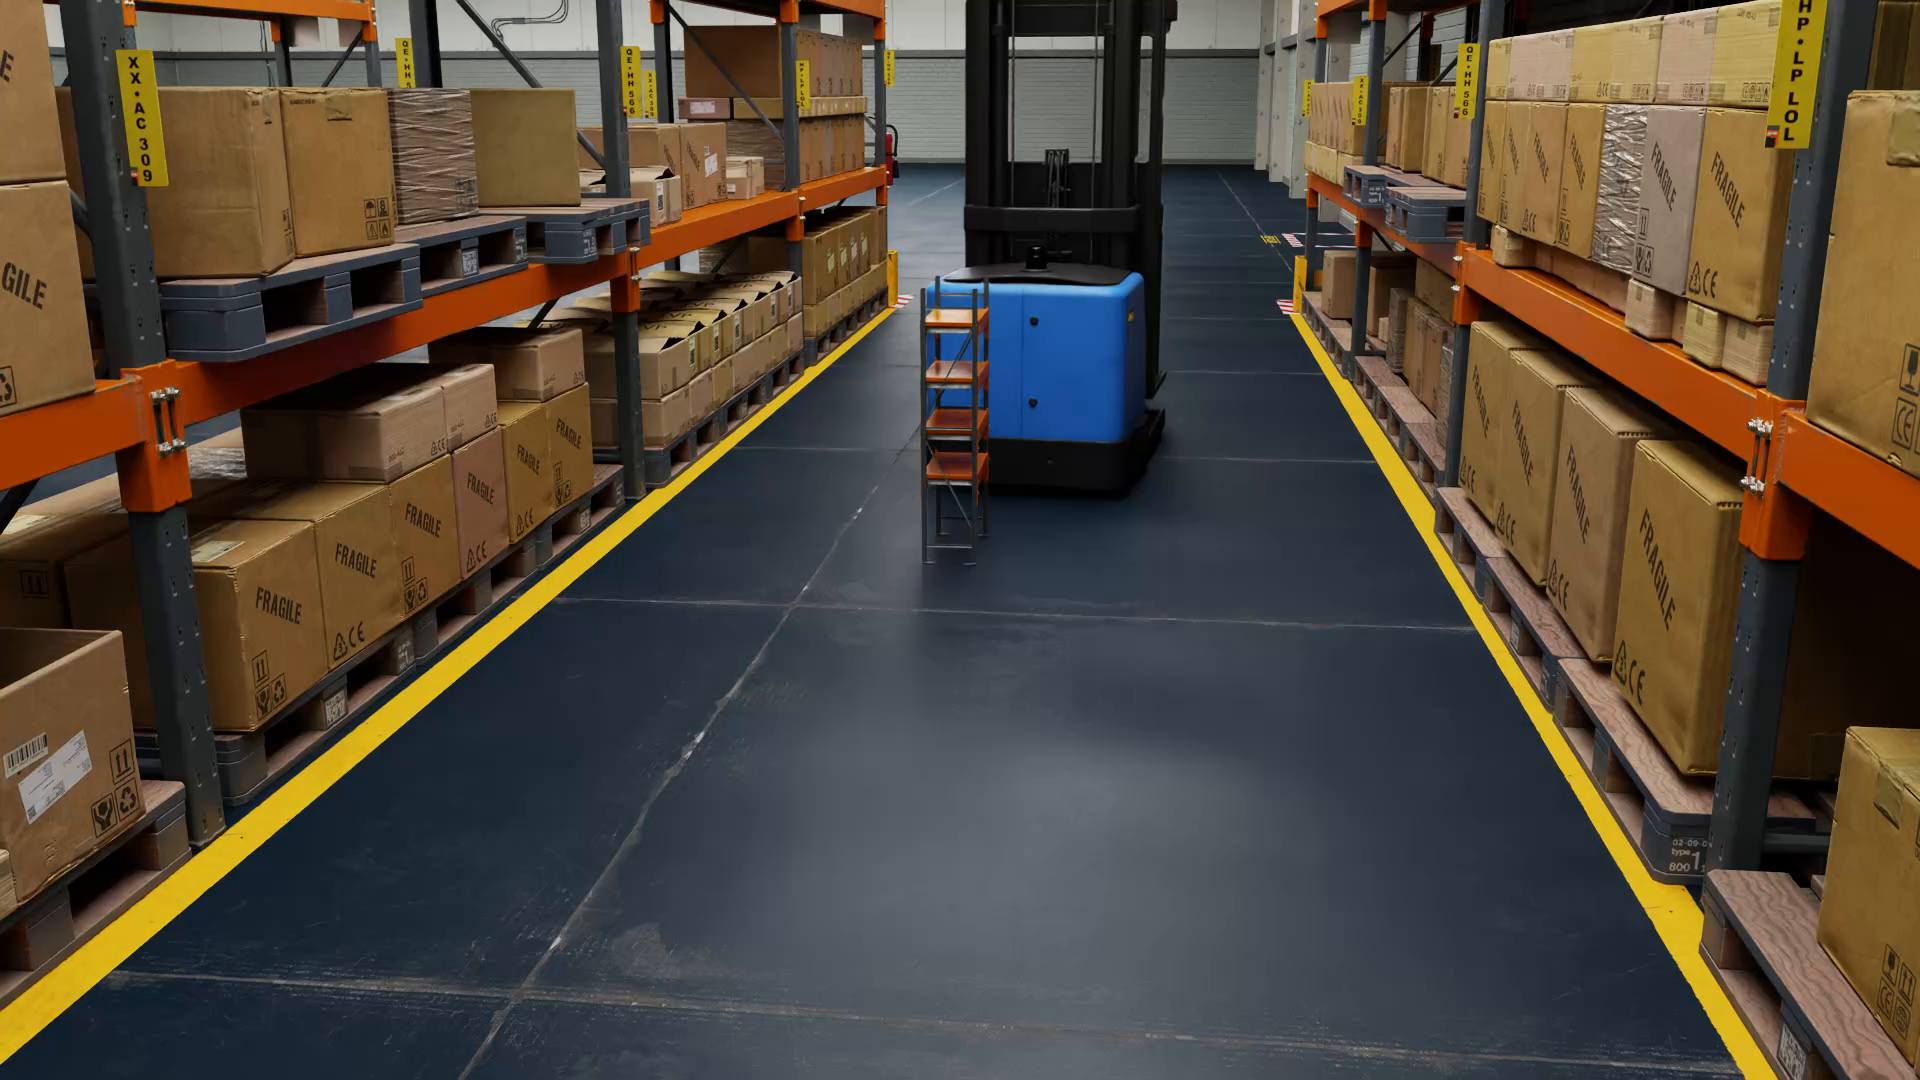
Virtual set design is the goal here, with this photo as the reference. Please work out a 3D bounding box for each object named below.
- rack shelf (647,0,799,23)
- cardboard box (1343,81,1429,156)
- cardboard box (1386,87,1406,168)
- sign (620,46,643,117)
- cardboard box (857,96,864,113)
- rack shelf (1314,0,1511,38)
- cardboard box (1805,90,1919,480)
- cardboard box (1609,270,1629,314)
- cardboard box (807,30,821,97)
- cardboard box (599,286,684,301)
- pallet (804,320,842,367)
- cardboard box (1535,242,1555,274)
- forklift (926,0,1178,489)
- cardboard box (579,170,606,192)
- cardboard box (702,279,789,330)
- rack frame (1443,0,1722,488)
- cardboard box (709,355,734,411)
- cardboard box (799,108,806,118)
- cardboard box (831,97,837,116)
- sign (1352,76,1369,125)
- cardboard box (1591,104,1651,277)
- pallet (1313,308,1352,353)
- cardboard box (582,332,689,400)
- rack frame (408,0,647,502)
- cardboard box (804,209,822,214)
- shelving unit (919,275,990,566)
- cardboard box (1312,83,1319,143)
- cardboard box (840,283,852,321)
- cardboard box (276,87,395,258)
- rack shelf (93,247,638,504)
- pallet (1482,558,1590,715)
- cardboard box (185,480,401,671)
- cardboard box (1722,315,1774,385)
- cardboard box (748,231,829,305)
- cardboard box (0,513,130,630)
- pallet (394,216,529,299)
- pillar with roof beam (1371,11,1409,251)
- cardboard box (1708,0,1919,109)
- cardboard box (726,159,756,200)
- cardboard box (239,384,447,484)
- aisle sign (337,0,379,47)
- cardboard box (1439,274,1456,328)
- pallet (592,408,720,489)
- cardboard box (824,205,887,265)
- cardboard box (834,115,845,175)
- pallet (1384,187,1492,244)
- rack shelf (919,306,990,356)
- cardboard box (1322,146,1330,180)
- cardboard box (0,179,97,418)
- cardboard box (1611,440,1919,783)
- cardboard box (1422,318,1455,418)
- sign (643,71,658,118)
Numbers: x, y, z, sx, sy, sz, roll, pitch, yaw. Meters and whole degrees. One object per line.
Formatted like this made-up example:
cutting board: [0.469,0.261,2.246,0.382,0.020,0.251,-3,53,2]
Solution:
rack shelf: [-1.878,-3.290,9.713,1.077,0.370,4.000,2,15,6]
cardboard box: [3.016,-2.994,11.799,0.500,0.500,0.500,2,15,6]
cardboard box: [3.179,-2.692,10.838,0.700,0.500,0.500,2,15,6]
sign: [-1.563,-2.177,7.901,0.100,0.325,0.005,2,15,6]
cardboard box: [-1.083,-3.934,15.029,0.380,0.149,0.250,2,15,8]
rack shelf: [3.496,-4.182,13.014,1.077,0.370,4.000,2,15,6]
cardboard box: [2.290,-0.492,3.162,0.980,0.700,0.700,2,15,7]
cardboard box: [2.311,-0.800,5.319,0.380,0.149,0.250,1,15,5]
cardboard box: [-1.495,-3.758,13.138,0.700,0.500,0.500,2,15,6]
cardboard box: [-2.065,-1.490,10.814,0.500,0.311,0.500,1,15,4]
pallet: [-1.521,-1.567,13.051,1.003,0.211,1.213,2,15,6]
cardboard box: [2.495,-1.135,6.555,0.380,0.149,0.250,2,15,6]
forklift: [0.623,-2.008,9.473,1.130,2.935,3.031,3,15,12]
cardboard box: [-2.019,-1.720,8.448,0.500,0.311,0.500,3,15,10]
cardboard box: [-1.465,-1.605,11.240,0.500,0.311,0.500,2,15,8]
rack frame: [2.819,-1.525,7.556,1.000,3.000,0.127,2,15,6]
cardboard box: [-1.644,-0.938,9.848,0.500,0.250,0.500,1,15,5]
cardboard box: [-1.374,-3.265,12.556,0.380,0.149,0.250,1,15,5]
cardboard box: [-1.227,-3.599,13.793,0.380,0.149,0.250,1,15,5]
sign: [2.730,-2.995,11.332,0.100,0.325,0.005,2,15,6]
cardboard box: [2.282,-1.079,5.107,0.500,0.500,0.500,2,15,6]
pallet: [3.446,-1.709,13.578,1.003,0.211,1.213,2,15,6]
cardboard box: [-1.752,-0.943,8.793,0.500,0.311,0.500,2,15,8]
rack frame: [-2.103,-1.670,8.092,1.000,3.000,0.127,2,15,6]
cardboard box: [-1.537,-2.720,15.002,0.500,0.500,0.500,2,15,6]
shelving unit: [-0.019,-0.536,7.347,0.258,1.200,0.503,2,15,6]
cardboard box: [3.304,-3.657,14.250,0.500,0.500,0.500,2,15,6]
cardboard box: [-1.175,-1.953,13.603,0.500,0.250,0.500,2,15,6]
cardboard box: [-2.264,-1.180,5.284,0.700,0.500,0.500,4,16,15]
rack shelf: [-2.329,-0.804,6.268,1.077,0.370,4.000,2,15,6]
pallet: [2.515,0.339,6.005,1.003,0.211,1.213,2,15,6]
cardboard box: [-2.209,0.105,5.475,0.500,0.500,0.500,2,15,7]
cardboard box: [2.125,-0.472,4.105,0.380,0.149,0.250,2,15,7]
cardboard box: [-1.289,-2.056,12.546,0.500,0.500,0.500,2,15,6]
cardboard box: [-2.784,0.225,5.029,0.500,0.500,0.500,2,15,6]
pallet: [-2.318,-1.073,6.251,1.003,0.211,1.213,2,15,6]
pillar with roof beam: [0.902,-7.972,19.905,9.100,9.000,0.400,2,15,6]
cardboard box: [2.166,-1.180,4.043,0.500,0.250,0.500,2,15,8]
cardboard box: [-1.569,-2.409,11.083,0.396,0.266,0.258,1,15,5]
cardboard box: [-2.145,-0.378,5.823,0.500,0.250,0.500,2,15,6]
aisle sign: [-5.819,-5.157,16.006,0.394,0.787,0.004,2,15,6]
cardboard box: [3.028,-1.361,9.457,0.500,0.250,0.500,2,15,6]
pallet: [-1.972,-0.536,9.242,1.003,0.211,1.213,2,15,6]
cardboard box: [-0.966,-2.835,15.425,0.500,0.500,0.500,2,15,6]
cardboard box: [-1.382,-3.408,14.326,0.700,0.500,0.500,2,15,7]
pallet: [2.794,-1.621,8.276,1.213,0.211,1.003,2,15,6]
rack shelf: [-0.019,-0.916,7.244,0.258,0.148,0.480,2,15,6]
cardboard box: [3.184,-3.022,13.341,0.500,0.250,0.500,2,15,7]
cardboard box: [-2.356,-0.544,3.735,0.500,0.500,0.500,2,15,7]
cardboard box: [2.312,0.175,4.583,0.750,0.750,0.750,2,15,7]
cardboard box: [3.050,-0.979,9.482,0.700,0.500,0.500,2,15,6]
sign: [-2.204,-3.180,11.865,0.100,0.325,0.005,2,15,6]
